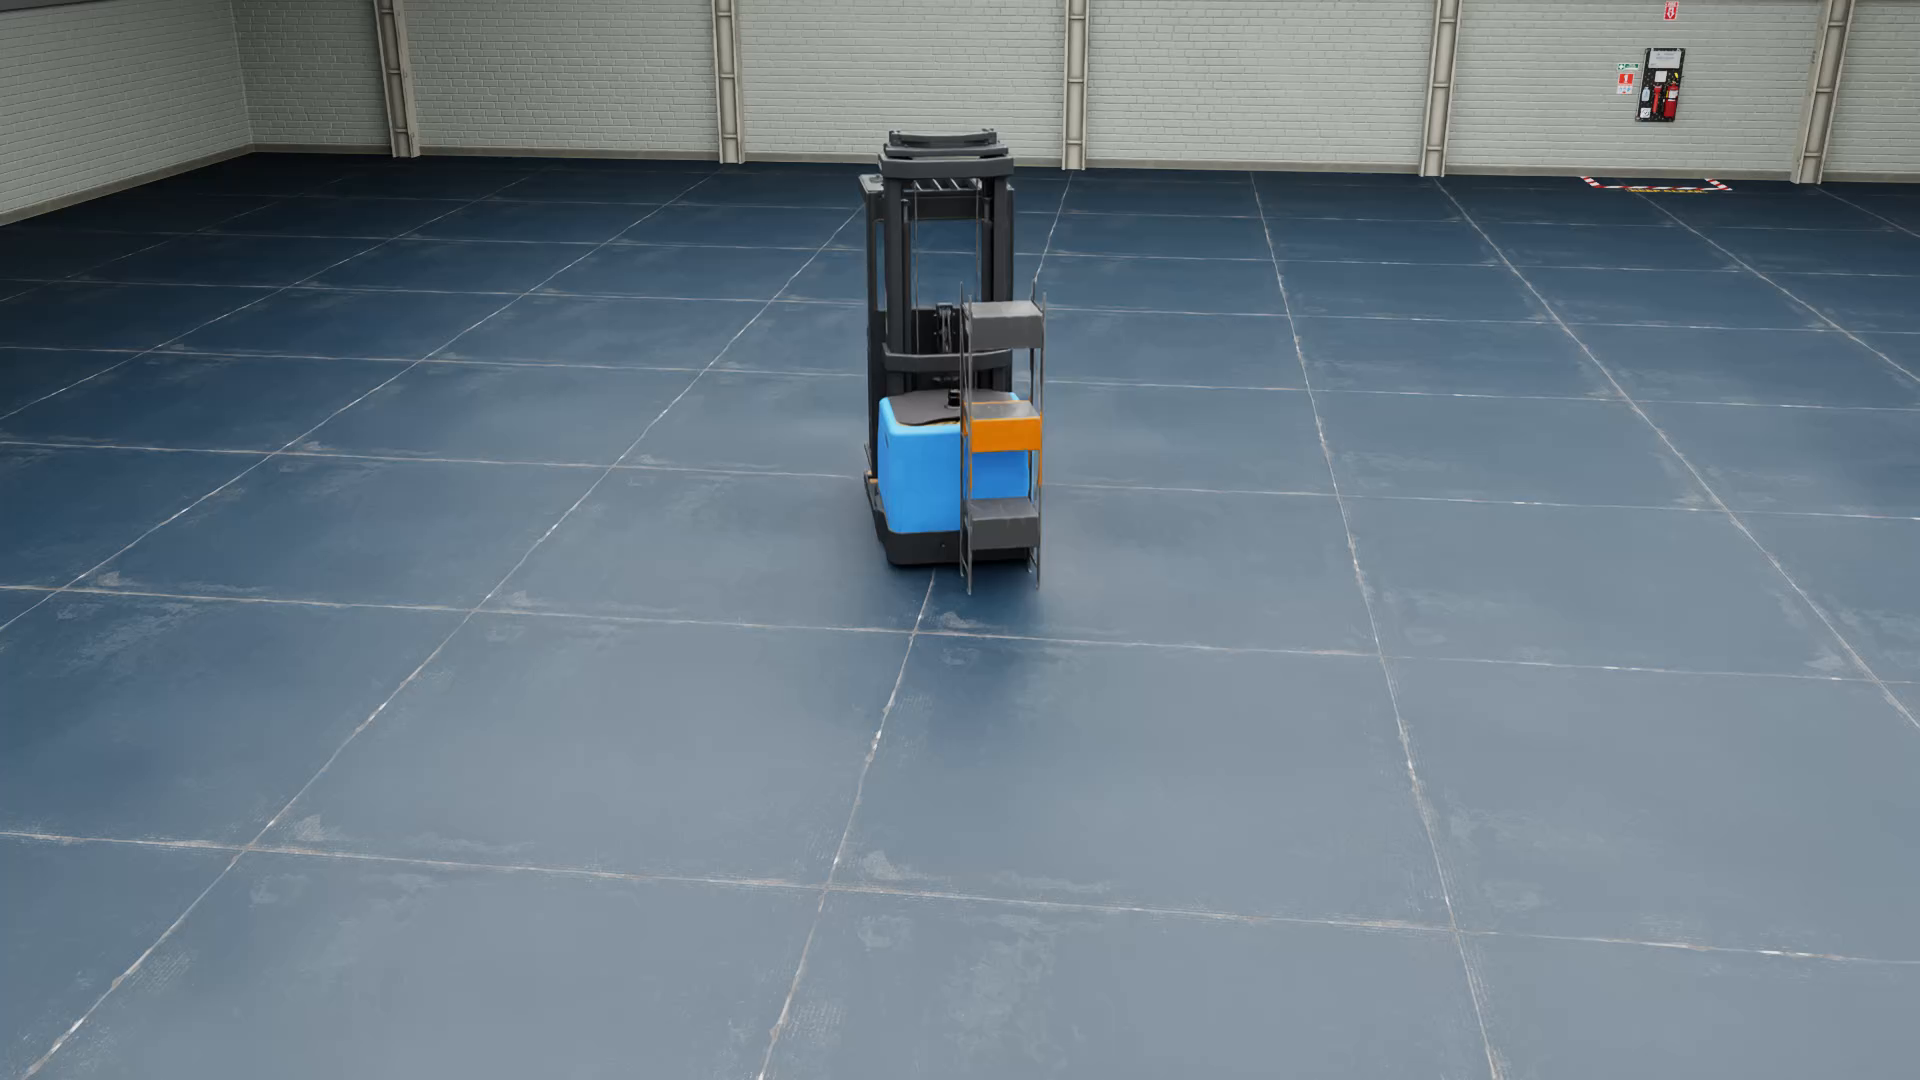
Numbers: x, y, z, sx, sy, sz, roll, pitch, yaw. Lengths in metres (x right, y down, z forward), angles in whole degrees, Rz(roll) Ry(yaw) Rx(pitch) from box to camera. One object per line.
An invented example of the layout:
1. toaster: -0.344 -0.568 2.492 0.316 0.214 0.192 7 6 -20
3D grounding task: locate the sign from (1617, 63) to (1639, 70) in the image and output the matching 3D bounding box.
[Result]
1. sign: 10.892 -7.714 27.102 0.331 0.109 0.001 2 22 6

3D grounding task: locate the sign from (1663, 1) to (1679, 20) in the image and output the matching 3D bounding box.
1. sign: 11.429 -8.507 26.725 0.199 0.298 0.001 2 22 6

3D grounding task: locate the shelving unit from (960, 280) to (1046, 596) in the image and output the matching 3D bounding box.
1. shelving unit: 0.279 -0.678 11.300 0.503 2.100 0.431 -3 22 -8

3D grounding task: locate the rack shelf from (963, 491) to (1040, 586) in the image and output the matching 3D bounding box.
1. rack shelf: 0.279 -0.015 11.562 0.480 0.518 0.431 -3 22 -8

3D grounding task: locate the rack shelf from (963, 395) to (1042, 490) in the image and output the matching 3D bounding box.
1. rack shelf: 0.279 -0.666 11.305 0.480 0.518 0.431 -3 22 -8

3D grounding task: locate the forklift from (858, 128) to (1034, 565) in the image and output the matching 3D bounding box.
1. forklift: -0.180 -1.693 12.735 1.130 2.935 3.031 -3 22 -7

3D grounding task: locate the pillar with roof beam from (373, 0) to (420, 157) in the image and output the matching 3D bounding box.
1. pillar with roof beam: -10.465 -9.528 24.301 0.400 9.000 9.100 2 22 6

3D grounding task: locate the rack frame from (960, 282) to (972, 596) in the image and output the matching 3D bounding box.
1. rack frame: 0.038 -0.665 11.266 0.015 2.100 0.400 -3 22 -8

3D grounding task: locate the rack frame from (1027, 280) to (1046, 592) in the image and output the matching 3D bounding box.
1. rack frame: 0.520 -0.692 11.334 0.015 2.100 0.400 -3 22 -8

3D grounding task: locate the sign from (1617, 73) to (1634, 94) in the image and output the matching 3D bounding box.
1. sign: 10.888 -7.471 27.208 0.234 0.329 0.001 2 22 6

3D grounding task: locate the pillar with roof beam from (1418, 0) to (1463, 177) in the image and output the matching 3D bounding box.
1. pillar with roof beam: 7.410 -8.749 22.331 0.400 9.000 9.100 2 22 6

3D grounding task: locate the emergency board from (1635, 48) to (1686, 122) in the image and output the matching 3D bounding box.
1. emergency board: 11.425 -7.393 27.059 0.643 1.169 0.194 2 22 6

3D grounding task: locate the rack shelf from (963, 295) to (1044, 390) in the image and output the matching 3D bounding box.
1. rack shelf: 0.279 -1.317 11.048 0.480 0.518 0.431 -3 22 -8

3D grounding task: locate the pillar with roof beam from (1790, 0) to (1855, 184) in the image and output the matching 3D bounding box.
1. pillar with roof beam: 13.368 -8.490 21.674 0.400 9.000 9.100 2 22 6

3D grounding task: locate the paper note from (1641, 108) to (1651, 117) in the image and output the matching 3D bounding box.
1. paper note: 11.257 -7.016 27.304 0.142 0.148 0.016 2 22 6

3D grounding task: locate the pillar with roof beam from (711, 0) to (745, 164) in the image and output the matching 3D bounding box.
1. pillar with roof beam: -4.507 -9.269 23.644 0.400 9.000 9.100 2 22 6

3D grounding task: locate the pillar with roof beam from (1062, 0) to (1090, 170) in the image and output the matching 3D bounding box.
1. pillar with roof beam: 1.451 -9.009 22.988 0.400 9.000 9.100 2 22 6
